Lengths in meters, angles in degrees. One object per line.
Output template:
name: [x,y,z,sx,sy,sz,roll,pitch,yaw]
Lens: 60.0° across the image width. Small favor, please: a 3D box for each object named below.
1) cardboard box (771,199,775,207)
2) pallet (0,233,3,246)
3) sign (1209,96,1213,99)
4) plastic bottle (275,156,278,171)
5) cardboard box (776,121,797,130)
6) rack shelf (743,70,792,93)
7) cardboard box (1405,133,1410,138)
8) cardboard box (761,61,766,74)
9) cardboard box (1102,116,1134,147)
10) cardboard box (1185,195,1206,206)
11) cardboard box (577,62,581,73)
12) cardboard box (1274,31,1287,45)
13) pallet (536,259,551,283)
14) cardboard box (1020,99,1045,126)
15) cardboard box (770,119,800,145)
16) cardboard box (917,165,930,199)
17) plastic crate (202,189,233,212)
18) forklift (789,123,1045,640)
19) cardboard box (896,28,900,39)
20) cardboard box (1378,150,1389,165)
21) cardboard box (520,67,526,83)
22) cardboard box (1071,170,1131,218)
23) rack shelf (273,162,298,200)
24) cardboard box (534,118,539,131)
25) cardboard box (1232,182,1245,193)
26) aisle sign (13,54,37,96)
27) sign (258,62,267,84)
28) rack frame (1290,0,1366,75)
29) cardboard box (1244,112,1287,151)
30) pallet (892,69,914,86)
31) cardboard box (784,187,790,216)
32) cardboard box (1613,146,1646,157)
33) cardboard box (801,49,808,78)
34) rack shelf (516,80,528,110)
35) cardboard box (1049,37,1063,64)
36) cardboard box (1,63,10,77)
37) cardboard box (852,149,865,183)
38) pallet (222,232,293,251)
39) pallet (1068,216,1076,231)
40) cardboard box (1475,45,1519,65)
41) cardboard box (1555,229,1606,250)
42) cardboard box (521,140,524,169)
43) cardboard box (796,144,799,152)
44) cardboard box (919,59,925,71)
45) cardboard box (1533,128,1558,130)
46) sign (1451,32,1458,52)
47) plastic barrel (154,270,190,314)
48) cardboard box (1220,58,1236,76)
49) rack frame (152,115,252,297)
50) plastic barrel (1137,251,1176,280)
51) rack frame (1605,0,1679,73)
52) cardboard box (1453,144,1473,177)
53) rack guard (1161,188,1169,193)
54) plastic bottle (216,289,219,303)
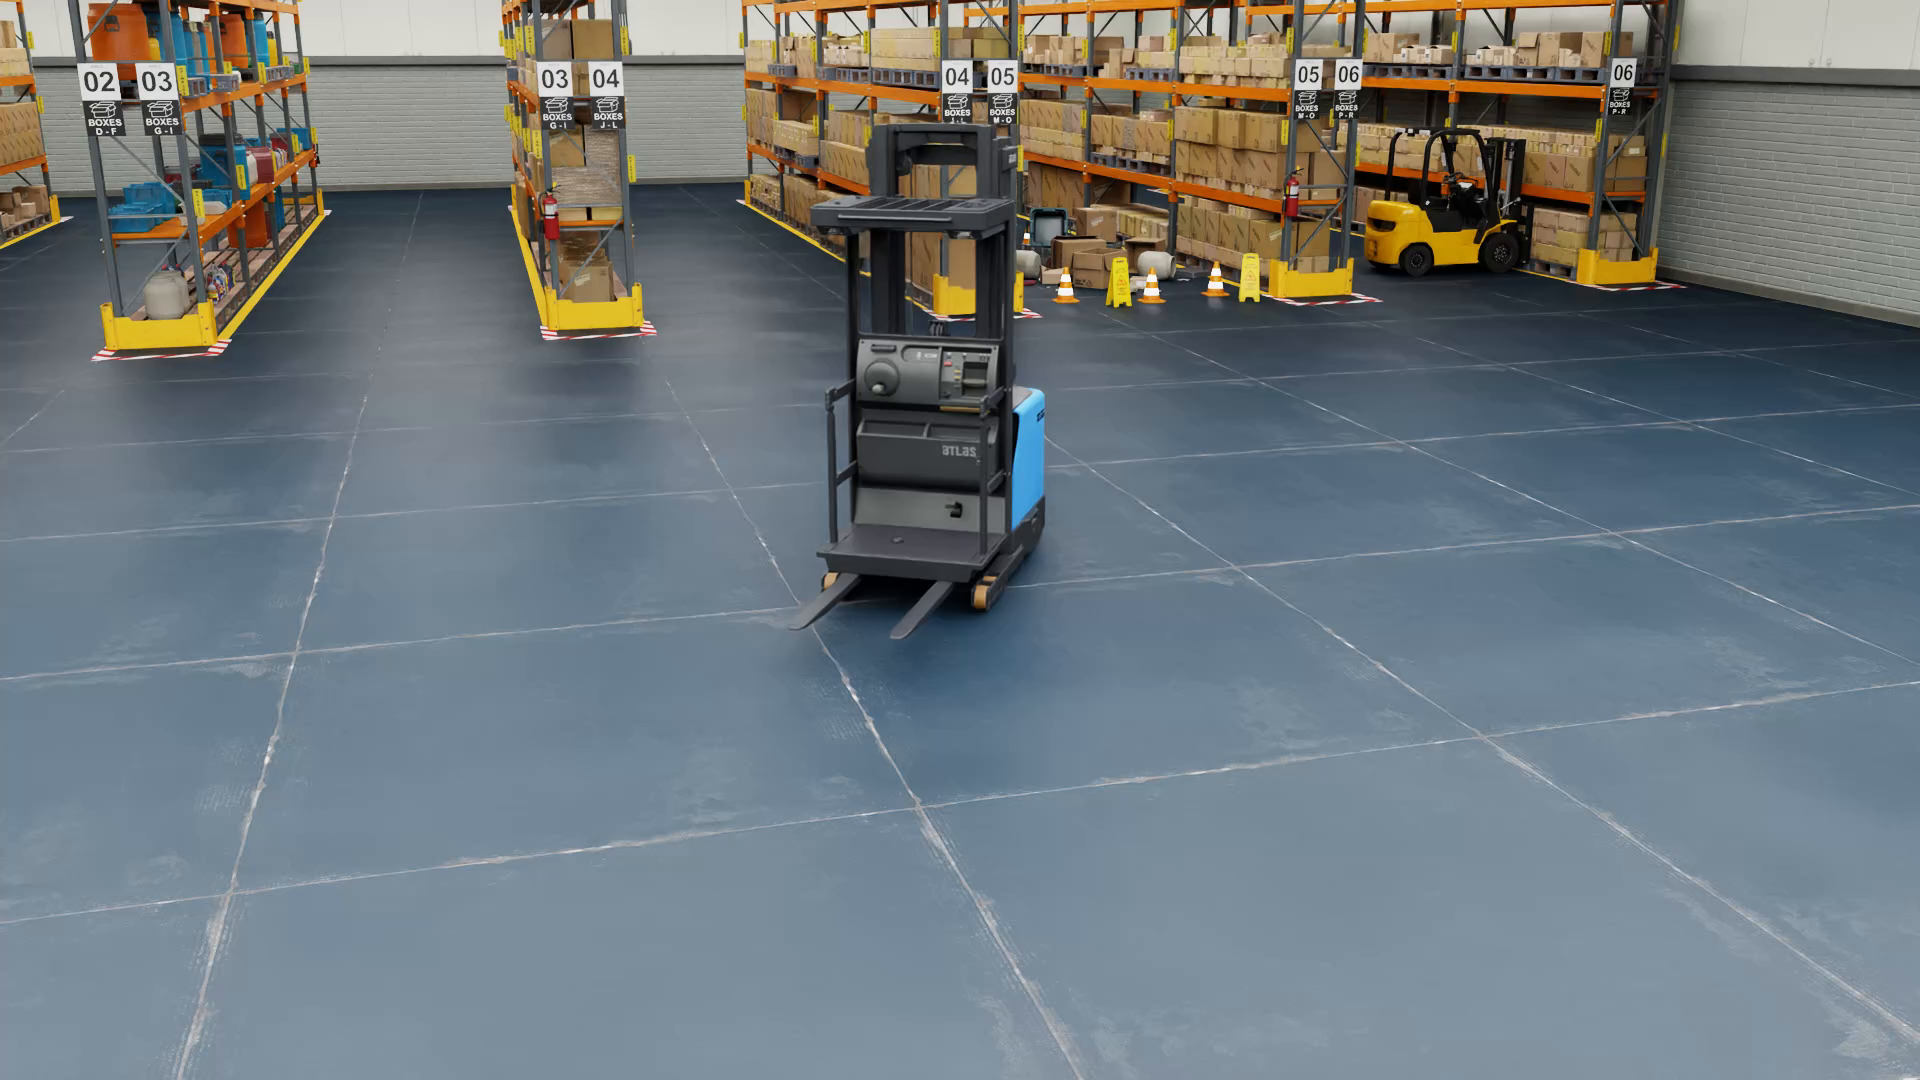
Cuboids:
cardboard box: [-3.622,-6.851,33.772,0.380,0.149,0.250,-5,18,-17]
pallet: [-17.124,-5.084,28.509,1.003,0.211,1.213,-5,17,-15]
sign: [5.882,-10.451,38.968,0.100,0.325,0.005,-5,17,-15]
plastic bottle: [-11.754,-6.490,28.547,0.061,0.283,0.133,-5,17,-15]
cardboard box: [-3.312,-7.931,31.814,0.380,0.149,0.250,-4,17,-14]
rack shelf: [-3.611,-9.433,34.177,1.077,0.370,4.000,-5,17,-15]
cardboard box: [8.017,-7.104,29.088,0.380,0.149,0.250,-5,17,-17]
cardboard box: [-3.722,-9.546,33.565,0.500,0.250,0.500,-5,17,-16]
cardboard box: [2.821,-7.206,29.305,0.500,0.500,0.500,-4,17,-12]
cardboard box: [3.748,-5.324,26.081,0.380,0.149,0.250,-4,17,-14]
cardboard box: [-4.579,-5.894,20.712,0.380,0.149,0.250,-5,17,-16]
cardboard box: [6.697,-10.357,34.298,0.396,0.266,0.258,-5,17,-15]
pallet: [-5.875,-4.090,25.202,1.003,0.211,1.213,-5,17,-15]
cardboard box: [1.515,-8.589,33.420,0.500,0.500,0.500,-4,17,-15]
cardboard box: [-3.466,-8.089,32.977,0.500,0.500,0.500,-5,17,-15]
cardboard box: [-0.081,-4.790,22.422,0.875,0.550,0.550,-5,17,-15]
plastic crate: [-9.856,-4.463,21.854,0.499,0.251,0.616,-5,17,-15]
forklift: [-0.263,-1.080,10.452,1.130,2.935,3.031,4,17,14]
cardboard box: [-0.671,-6.973,22.886,0.380,0.149,0.250,-5,17,-16]
cardboard box: [7.851,-6.855,29.819,0.500,0.250,0.500,-4,17,-13]
cardboard box: [-6.583,-7.248,25.914,0.500,0.250,0.500,-4,17,-14]
cardboard box: [2.660,-6.482,31.279,0.875,0.875,0.875,-5,17,-16]
rack shelf: [-12.070,-6.134,28.409,1.077,0.370,4.000,-5,17,-15]
cardboard box: [-5.356,-5.321,22.024,0.500,0.500,0.500,-5,17,-15]
cardboard box: [4.241,-5.202,24.493,0.380,0.149,0.250,-5,17,-16]
aisle sign: [-18.207,-9.036,32.300,0.394,0.787,0.004,-5,17,-15]
sign: [-10.994,-7.357,26.199,0.100,0.325,0.005,-5,17,-15]
rack frame: [4.969,-7.761,22.146,1.000,3.000,0.127,-5,17,-15]
cardboard box: [4.486,-5.821,23.689,0.700,0.500,0.500,-5,17,-15]
pallet: [-0.316,-6.405,23.000,1.003,0.211,1.213,-5,17,-15]
cardboard box: [-3.113,-6.566,32.212,0.500,0.500,0.500,-4,17,-13]
cardboard box: [9.896,-5.754,24.592,0.380,0.149,0.250,-5,17,-17]
cardboard box: [-2.513,-8.441,29.450,0.500,0.500,0.500,-5,17,-15]
rack shelf: [-6.209,-6.856,25.598,1.077,0.370,4.000,-5,17,-15]
cardboard box: [2.007,-9.251,31.416,0.500,0.500,0.500,-5,17,-15]
cardboard box: [-17.690,-8.575,30.332,0.500,0.250,0.500,-5,17,-15]
cardboard box: [-1.402,-5.885,26.158,0.500,0.500,0.500,-5,17,-16]
pallet: [-12.109,-5.141,28.701,1.003,0.211,1.213,-5,17,-15]
pallet: [2.626,-5.989,31.523,1.003,0.211,1.213,-5,17,-15]
cardboard box: [8.635,-7.781,26.679,0.500,0.311,0.500,-4,17,-14]
cardboard box: [9.306,-4.515,24.948,0.500,0.250,0.500,-5,17,-16]
cardboard box: [-7.264,-6.620,28.603,0.500,0.500,0.500,-5,17,-16]
cardboard box: [-2.742,-7.071,29.985,0.380,0.149,0.250,-5,17,-16]
cardboard box: [-0.320,-6.239,21.828,0.380,0.149,0.250,-4,17,-14]
cardboard box: [9.340,-6.467,26.450,0.380,0.149,0.250,-5,17,-16]
sign: [8.122,-8.177,27.299,0.100,0.325,0.005,-5,17,-15]
plastic barrel: [-9.714,-3.037,20.442,0.421,0.512,0.421,0,17,0]
cardboard box: [4.144,-6.937,24.361,0.500,0.250,0.500,-5,17,-15]
rack frame: [-10.421,-4.819,22.780,1.000,3.000,0.127,-5,17,-15]
plastic barrel: [2.945,-4.105,24.883,0.512,0.421,0.421,7,18,23]
rack frame: [9.740,-8.154,23.456,1.000,3.000,0.127,-5,17,-15]
cardboard box: [8.512,-6.292,27.511,0.500,0.500,0.500,-5,17,-17]
rack guard: [5.364,-8.489,39.342,1.175,0.500,0.348,-5,17,-15]
plastic bottle: [-9.549,-3.138,21.283,0.097,0.201,0.097,0,17,0]
